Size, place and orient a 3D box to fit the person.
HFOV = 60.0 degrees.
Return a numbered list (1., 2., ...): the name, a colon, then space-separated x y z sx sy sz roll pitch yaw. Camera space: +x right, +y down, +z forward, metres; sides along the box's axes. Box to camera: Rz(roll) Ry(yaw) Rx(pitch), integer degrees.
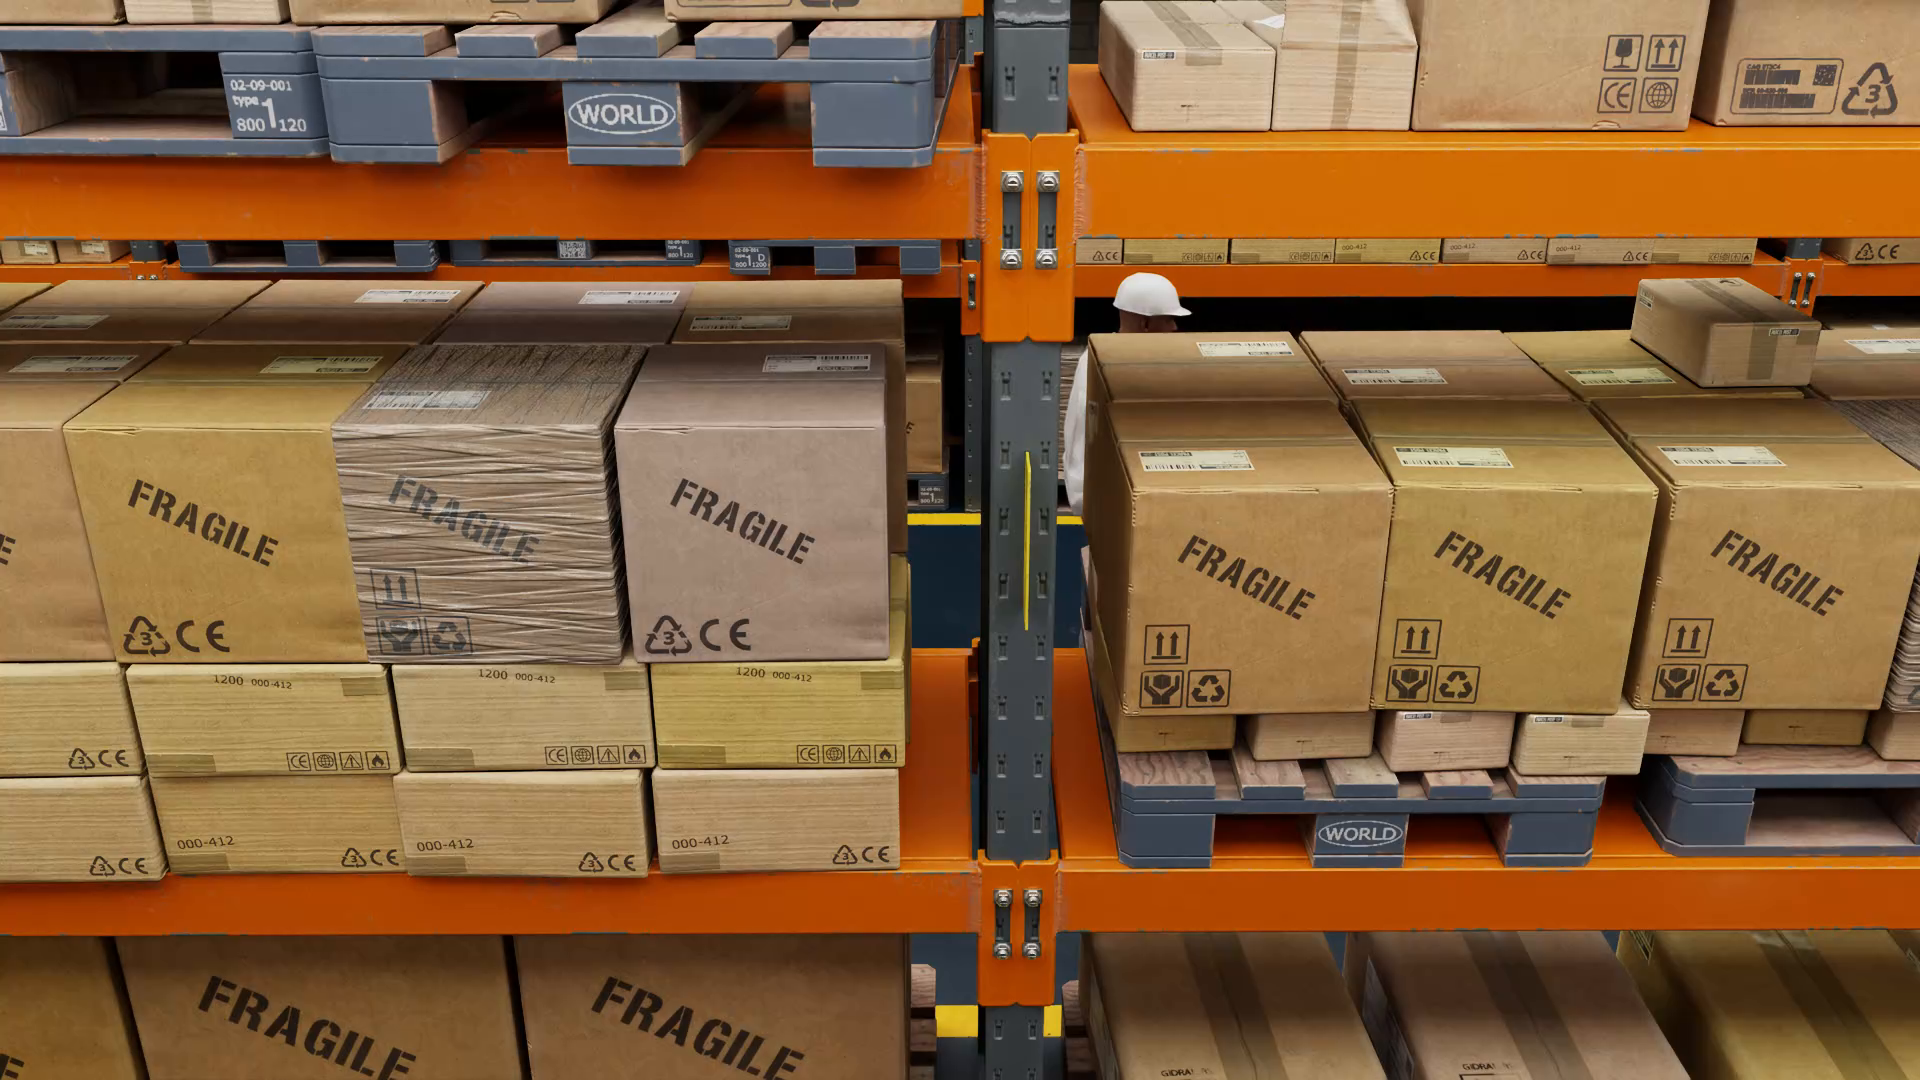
1. person: 0.629 -0.166 6.457 0.460 1.757 0.627 0 24 0
